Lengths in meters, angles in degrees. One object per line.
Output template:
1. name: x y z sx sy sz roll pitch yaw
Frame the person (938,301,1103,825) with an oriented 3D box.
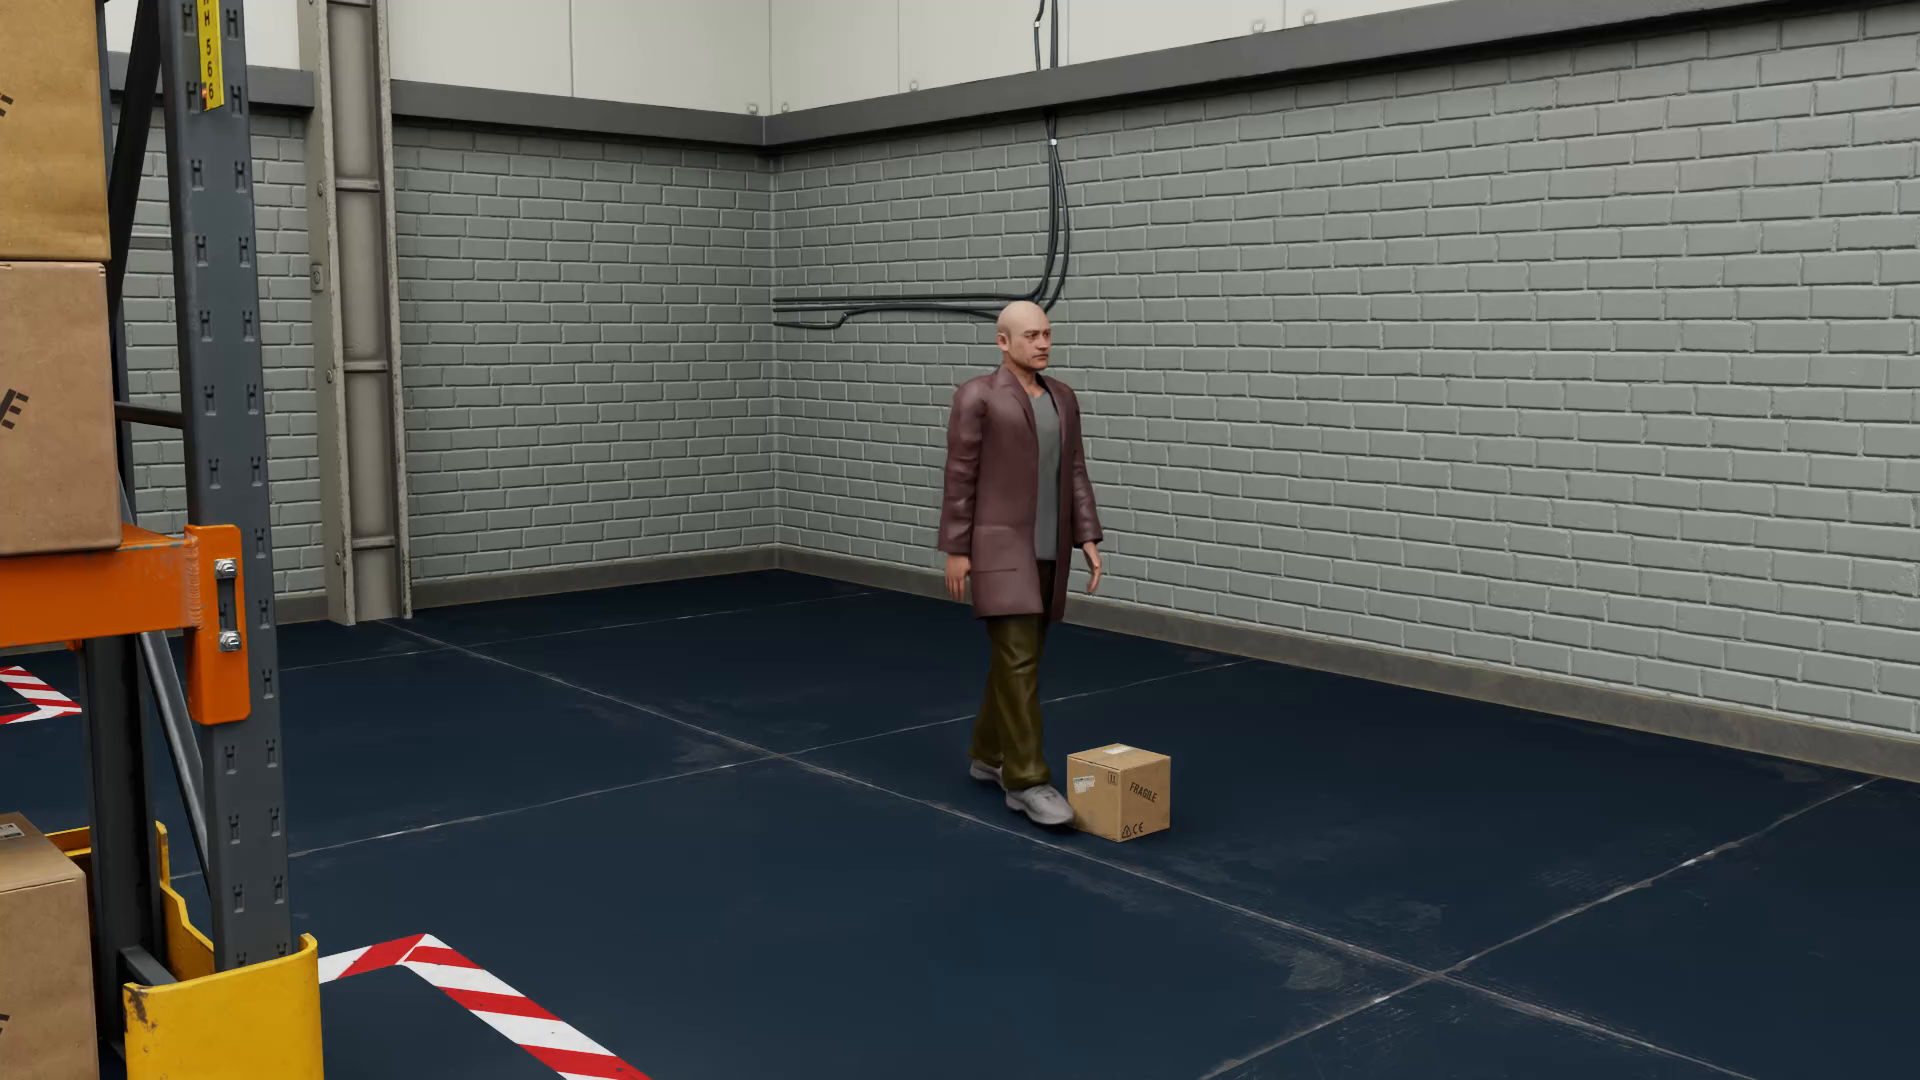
1. person: 0.271 0.052 5.862 0.593 1.773 0.731 -6 10 -41
